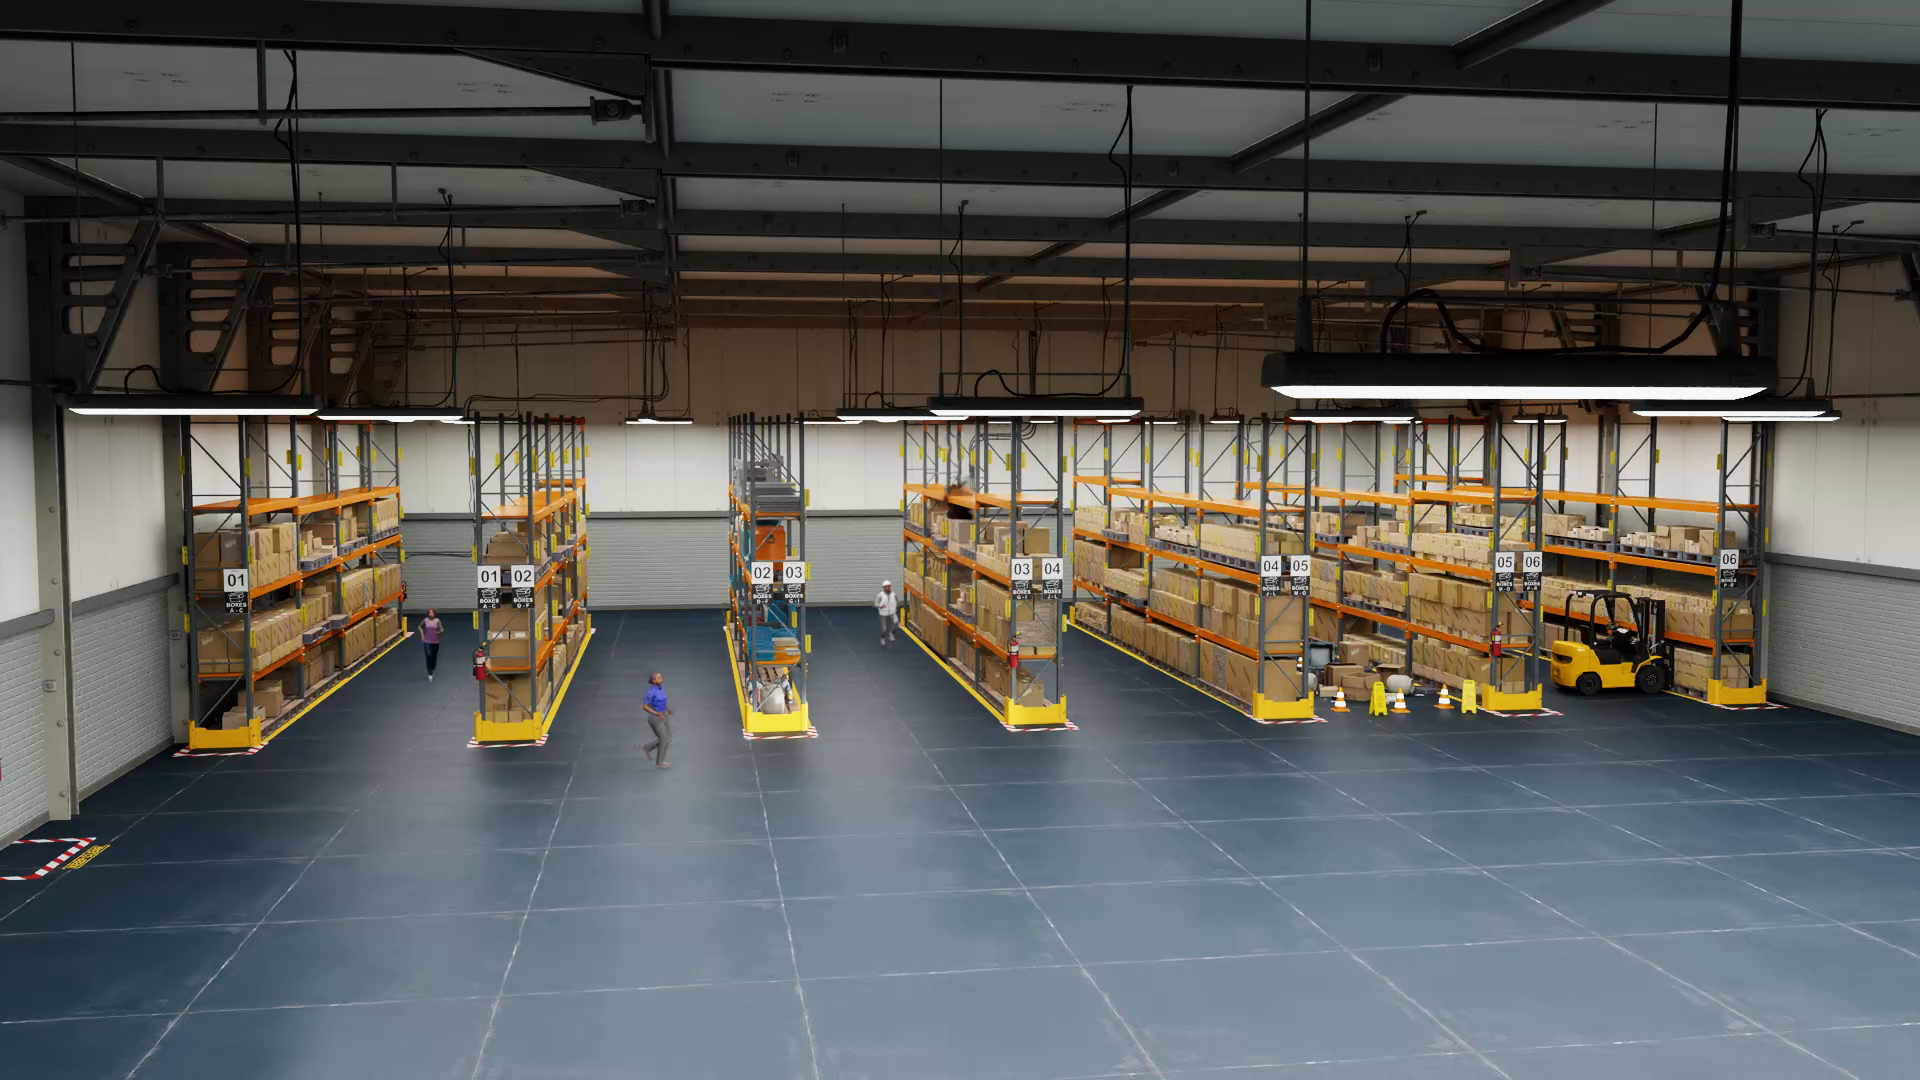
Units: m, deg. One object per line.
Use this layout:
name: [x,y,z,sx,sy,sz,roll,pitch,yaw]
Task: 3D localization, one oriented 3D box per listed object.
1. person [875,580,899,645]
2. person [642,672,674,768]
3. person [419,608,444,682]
person: [-1.866,1.883,42.683,0.660,1.702,0.955,-1,4,-14]
person: [-5.128,3.017,27.967,0.599,1.604,0.575,1,4,16]
person: [-11.976,2.351,37.700,0.534,1.626,0.830,-2,4,-22]
